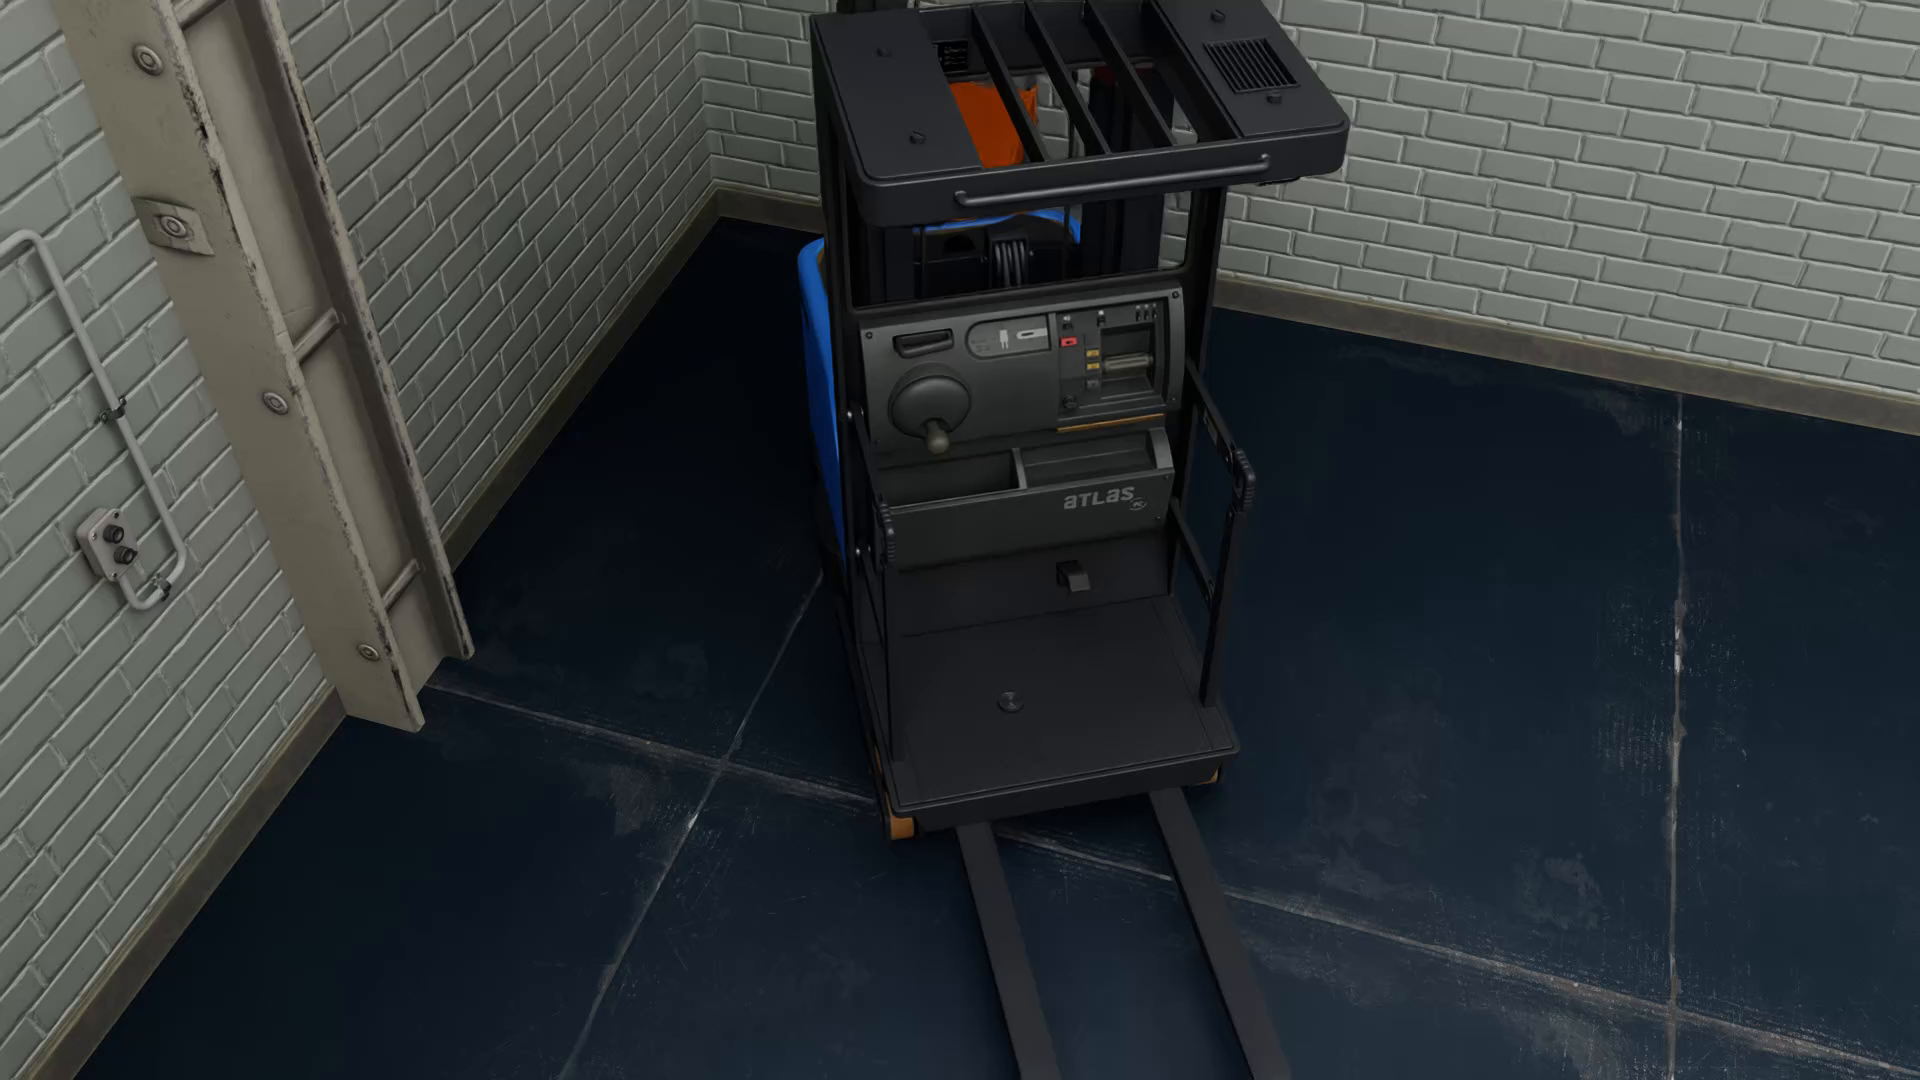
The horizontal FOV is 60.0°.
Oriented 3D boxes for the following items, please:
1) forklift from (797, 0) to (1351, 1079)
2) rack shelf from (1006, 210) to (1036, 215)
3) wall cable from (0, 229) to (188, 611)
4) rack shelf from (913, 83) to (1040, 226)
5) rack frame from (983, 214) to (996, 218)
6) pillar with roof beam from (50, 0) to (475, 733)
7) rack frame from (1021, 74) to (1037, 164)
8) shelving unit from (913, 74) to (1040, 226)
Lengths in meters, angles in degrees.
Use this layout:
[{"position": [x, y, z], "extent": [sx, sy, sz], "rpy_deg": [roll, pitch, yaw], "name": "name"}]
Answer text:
[{"position": [0.233, -0.392, 4.555], "extent": [1.130, 2.935, 3.031], "rpy_deg": [-9, 45, -9], "name": "forklift"}, {"position": [-0.029, -1.047, 6.866], "extent": [0.538, 0.278, 1.000], "rpy_deg": [7, 45, 7], "name": "rack shelf"}, {"position": [-2.417, -0.022, 3.402], "extent": [0.084, 1.984, 1.851], "rpy_deg": [13, 46, 13], "name": "wall cable"}, {"position": [-0.029, -1.431, 6.490], "extent": [0.538, 0.278, 1.000], "rpy_deg": [7, 45, 7], "name": "rack shelf"}, {"position": [-0.119, -0.872, 6.337], "extent": [0.500, 1.125, 0.032], "rpy_deg": [7, 45, 7], "name": "rack frame"}, {"position": [2.193, -1.821, 1.677], "extent": [9.100, 9.000, 0.400], "rpy_deg": [13, 46, 13], "name": "pillar with roof beam"}, {"position": [0.061, -1.572, 7.052], "extent": [0.500, 1.125, 0.032], "rpy_deg": [7, 45, 7], "name": "rack frame"}, {"position": [-0.029, -1.222, 6.694], "extent": [0.538, 1.125, 1.048], "rpy_deg": [7, 45, 7], "name": "shelving unit"}]
